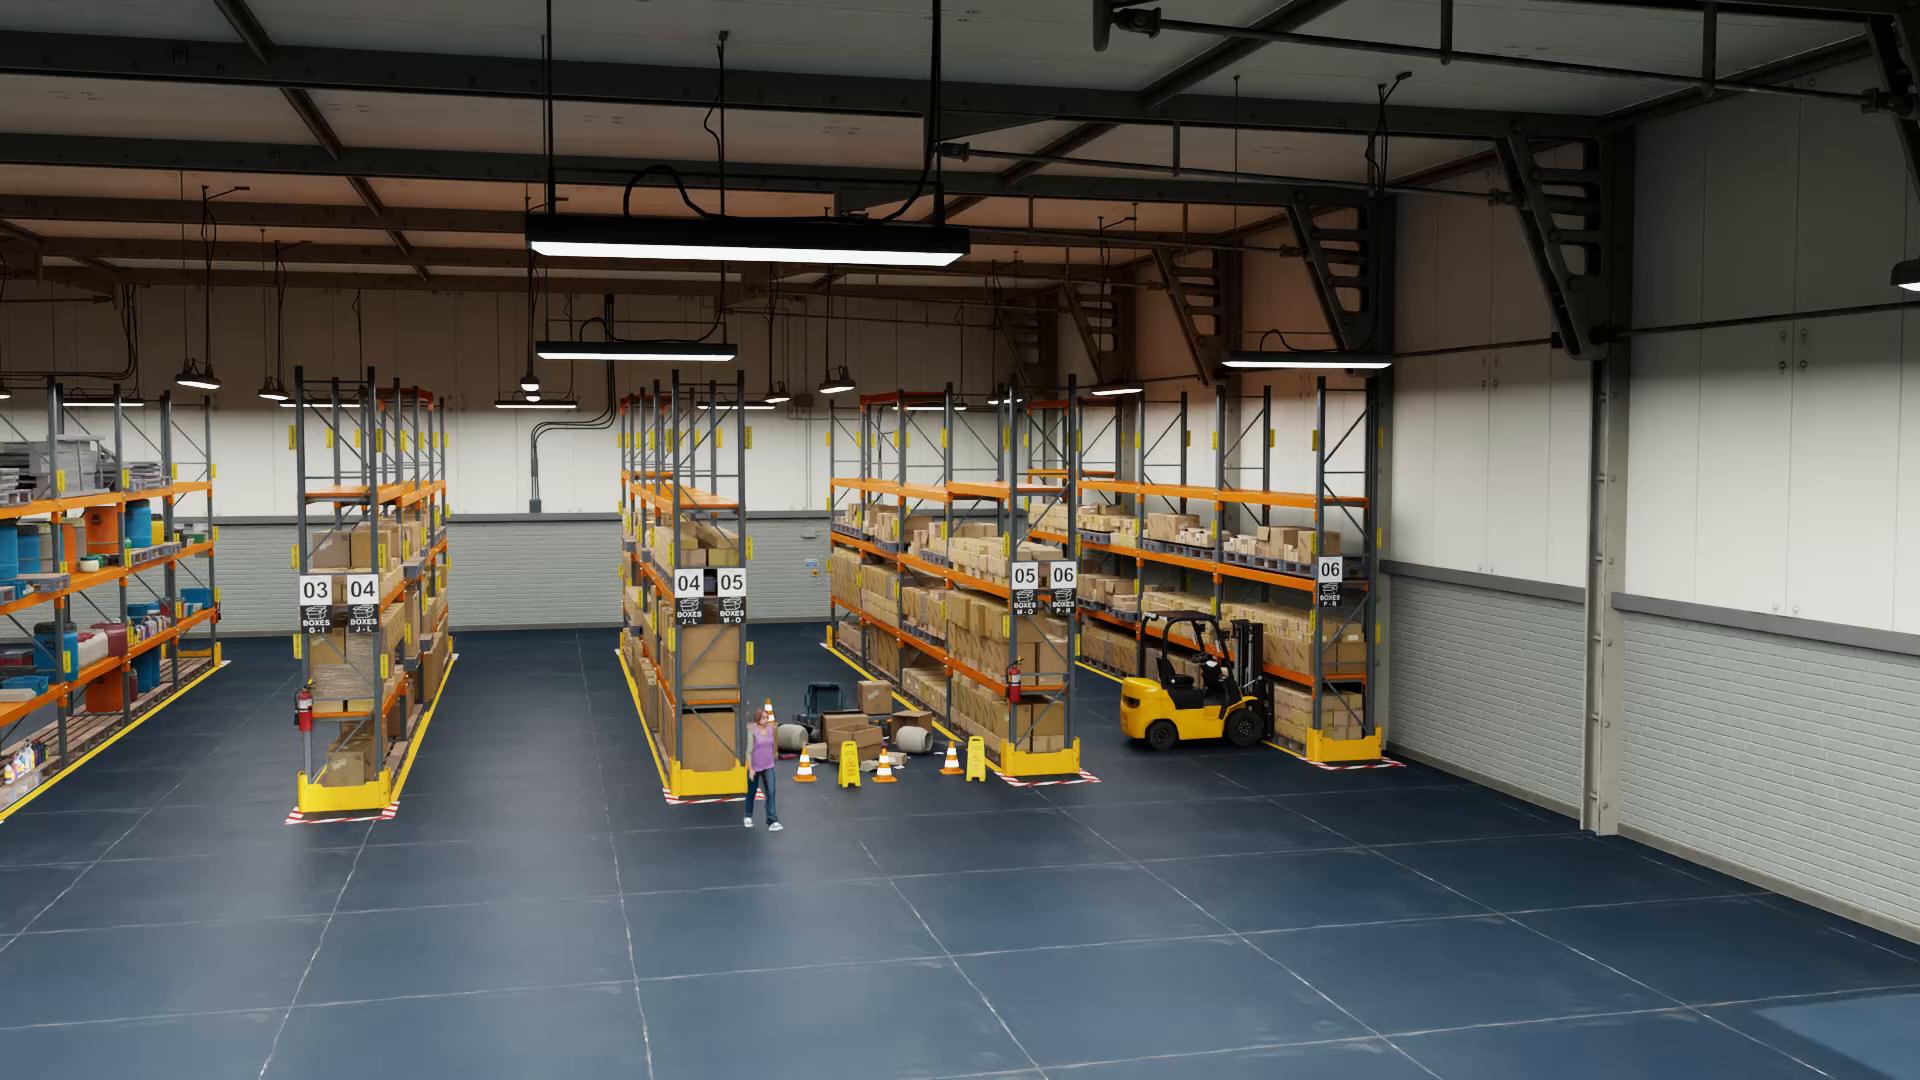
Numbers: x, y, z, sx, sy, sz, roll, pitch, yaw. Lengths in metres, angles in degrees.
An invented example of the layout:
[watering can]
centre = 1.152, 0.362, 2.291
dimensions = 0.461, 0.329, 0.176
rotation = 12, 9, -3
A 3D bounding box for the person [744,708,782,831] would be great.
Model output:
[person]
centre = -2.534, 2.933, 21.304
dimensions = 0.463, 1.566, 0.847
rotation = -2, 4, -33
